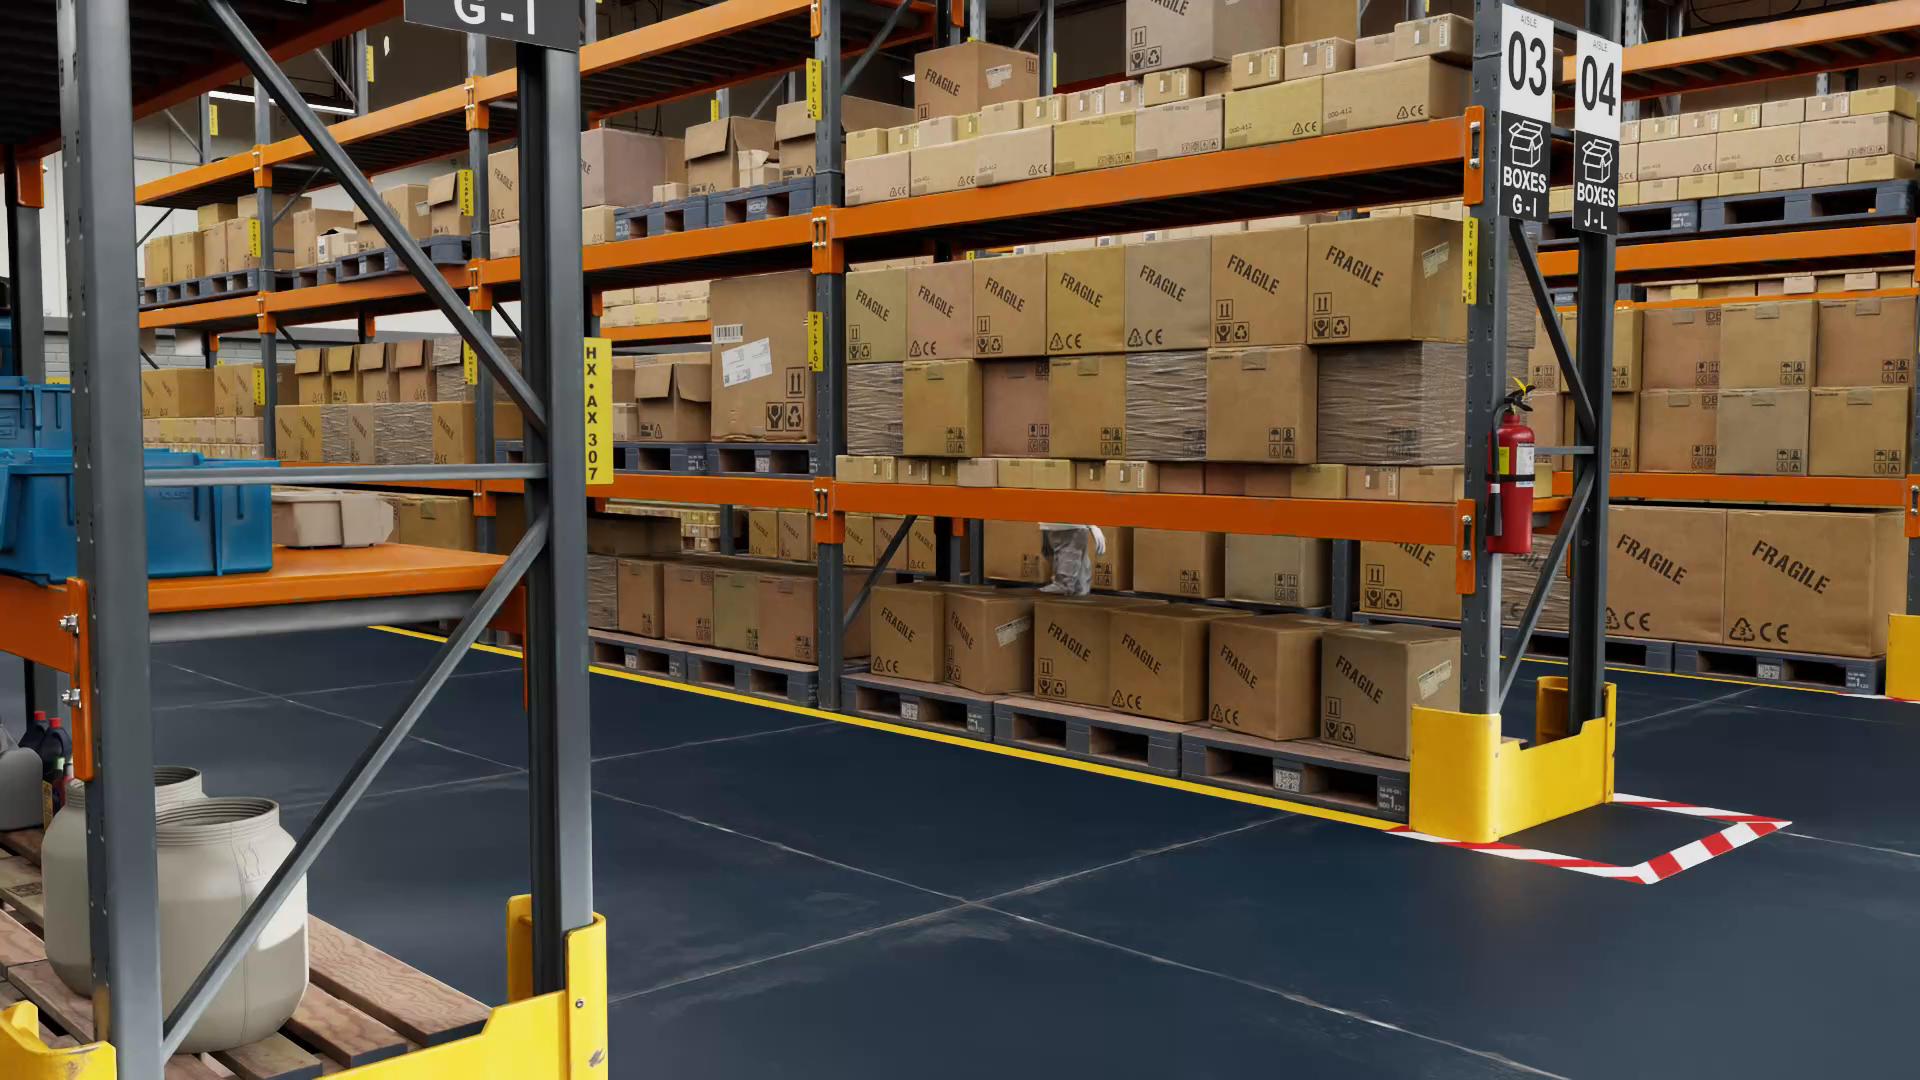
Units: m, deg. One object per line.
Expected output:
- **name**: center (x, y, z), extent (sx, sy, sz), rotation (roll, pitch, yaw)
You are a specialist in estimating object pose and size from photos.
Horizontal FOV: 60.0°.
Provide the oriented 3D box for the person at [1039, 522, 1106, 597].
- **person**: center (0.718, -0.052, 11.394), extent (0.898, 1.770, 0.647), rotation (-1, 4, -13)
